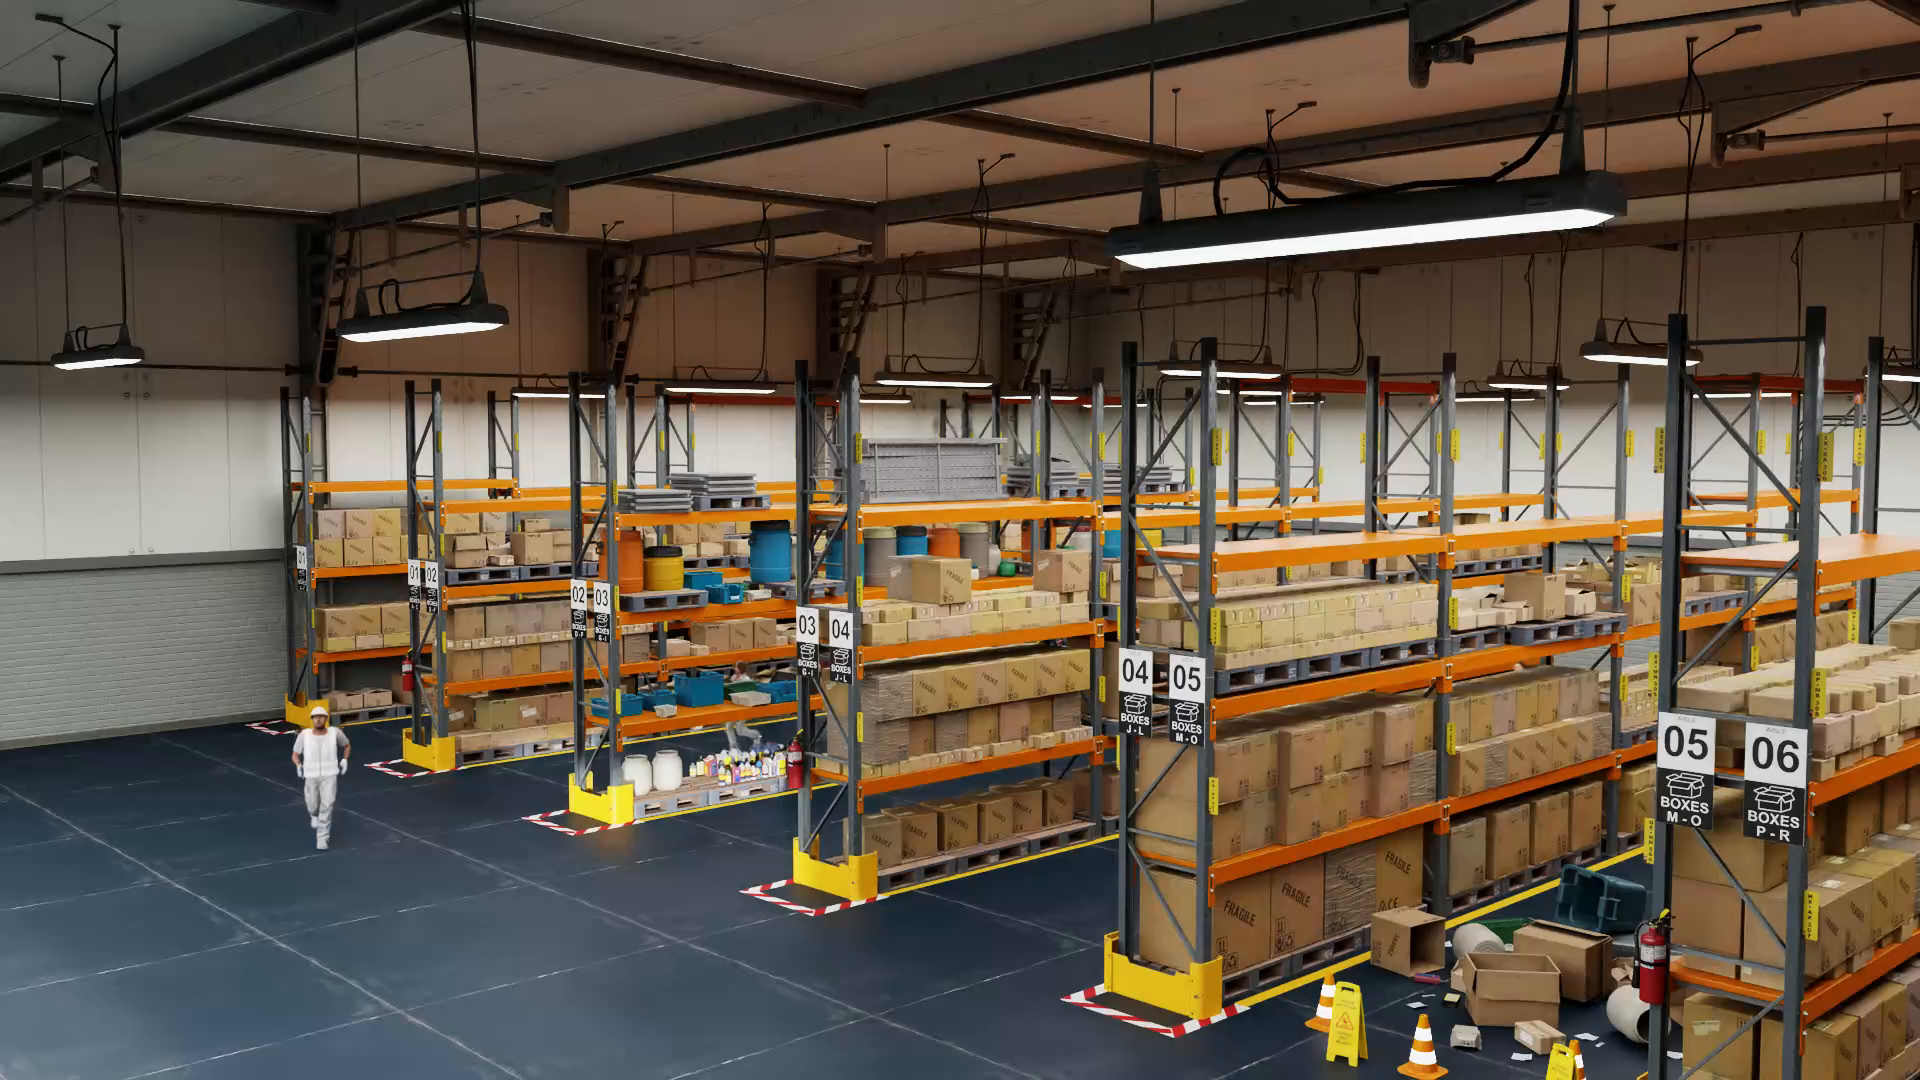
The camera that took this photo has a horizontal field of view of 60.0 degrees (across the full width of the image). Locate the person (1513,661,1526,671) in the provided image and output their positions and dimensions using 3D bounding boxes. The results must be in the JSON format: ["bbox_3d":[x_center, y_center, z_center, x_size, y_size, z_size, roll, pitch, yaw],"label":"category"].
[{"bbox_3d":[8.670,2.690,25.940,0.556,1.618,0.523,3,5,40],"label":"person"}]

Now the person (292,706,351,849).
[{"bbox_3d":[-8.036,2.962,20.925,0.673,1.744,0.837,-1,4,-19],"label":"person"}]

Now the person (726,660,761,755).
[{"bbox_3d":[-3.505,2.692,26.558,0.542,1.548,0.680,3,5,40],"label":"person"}]
